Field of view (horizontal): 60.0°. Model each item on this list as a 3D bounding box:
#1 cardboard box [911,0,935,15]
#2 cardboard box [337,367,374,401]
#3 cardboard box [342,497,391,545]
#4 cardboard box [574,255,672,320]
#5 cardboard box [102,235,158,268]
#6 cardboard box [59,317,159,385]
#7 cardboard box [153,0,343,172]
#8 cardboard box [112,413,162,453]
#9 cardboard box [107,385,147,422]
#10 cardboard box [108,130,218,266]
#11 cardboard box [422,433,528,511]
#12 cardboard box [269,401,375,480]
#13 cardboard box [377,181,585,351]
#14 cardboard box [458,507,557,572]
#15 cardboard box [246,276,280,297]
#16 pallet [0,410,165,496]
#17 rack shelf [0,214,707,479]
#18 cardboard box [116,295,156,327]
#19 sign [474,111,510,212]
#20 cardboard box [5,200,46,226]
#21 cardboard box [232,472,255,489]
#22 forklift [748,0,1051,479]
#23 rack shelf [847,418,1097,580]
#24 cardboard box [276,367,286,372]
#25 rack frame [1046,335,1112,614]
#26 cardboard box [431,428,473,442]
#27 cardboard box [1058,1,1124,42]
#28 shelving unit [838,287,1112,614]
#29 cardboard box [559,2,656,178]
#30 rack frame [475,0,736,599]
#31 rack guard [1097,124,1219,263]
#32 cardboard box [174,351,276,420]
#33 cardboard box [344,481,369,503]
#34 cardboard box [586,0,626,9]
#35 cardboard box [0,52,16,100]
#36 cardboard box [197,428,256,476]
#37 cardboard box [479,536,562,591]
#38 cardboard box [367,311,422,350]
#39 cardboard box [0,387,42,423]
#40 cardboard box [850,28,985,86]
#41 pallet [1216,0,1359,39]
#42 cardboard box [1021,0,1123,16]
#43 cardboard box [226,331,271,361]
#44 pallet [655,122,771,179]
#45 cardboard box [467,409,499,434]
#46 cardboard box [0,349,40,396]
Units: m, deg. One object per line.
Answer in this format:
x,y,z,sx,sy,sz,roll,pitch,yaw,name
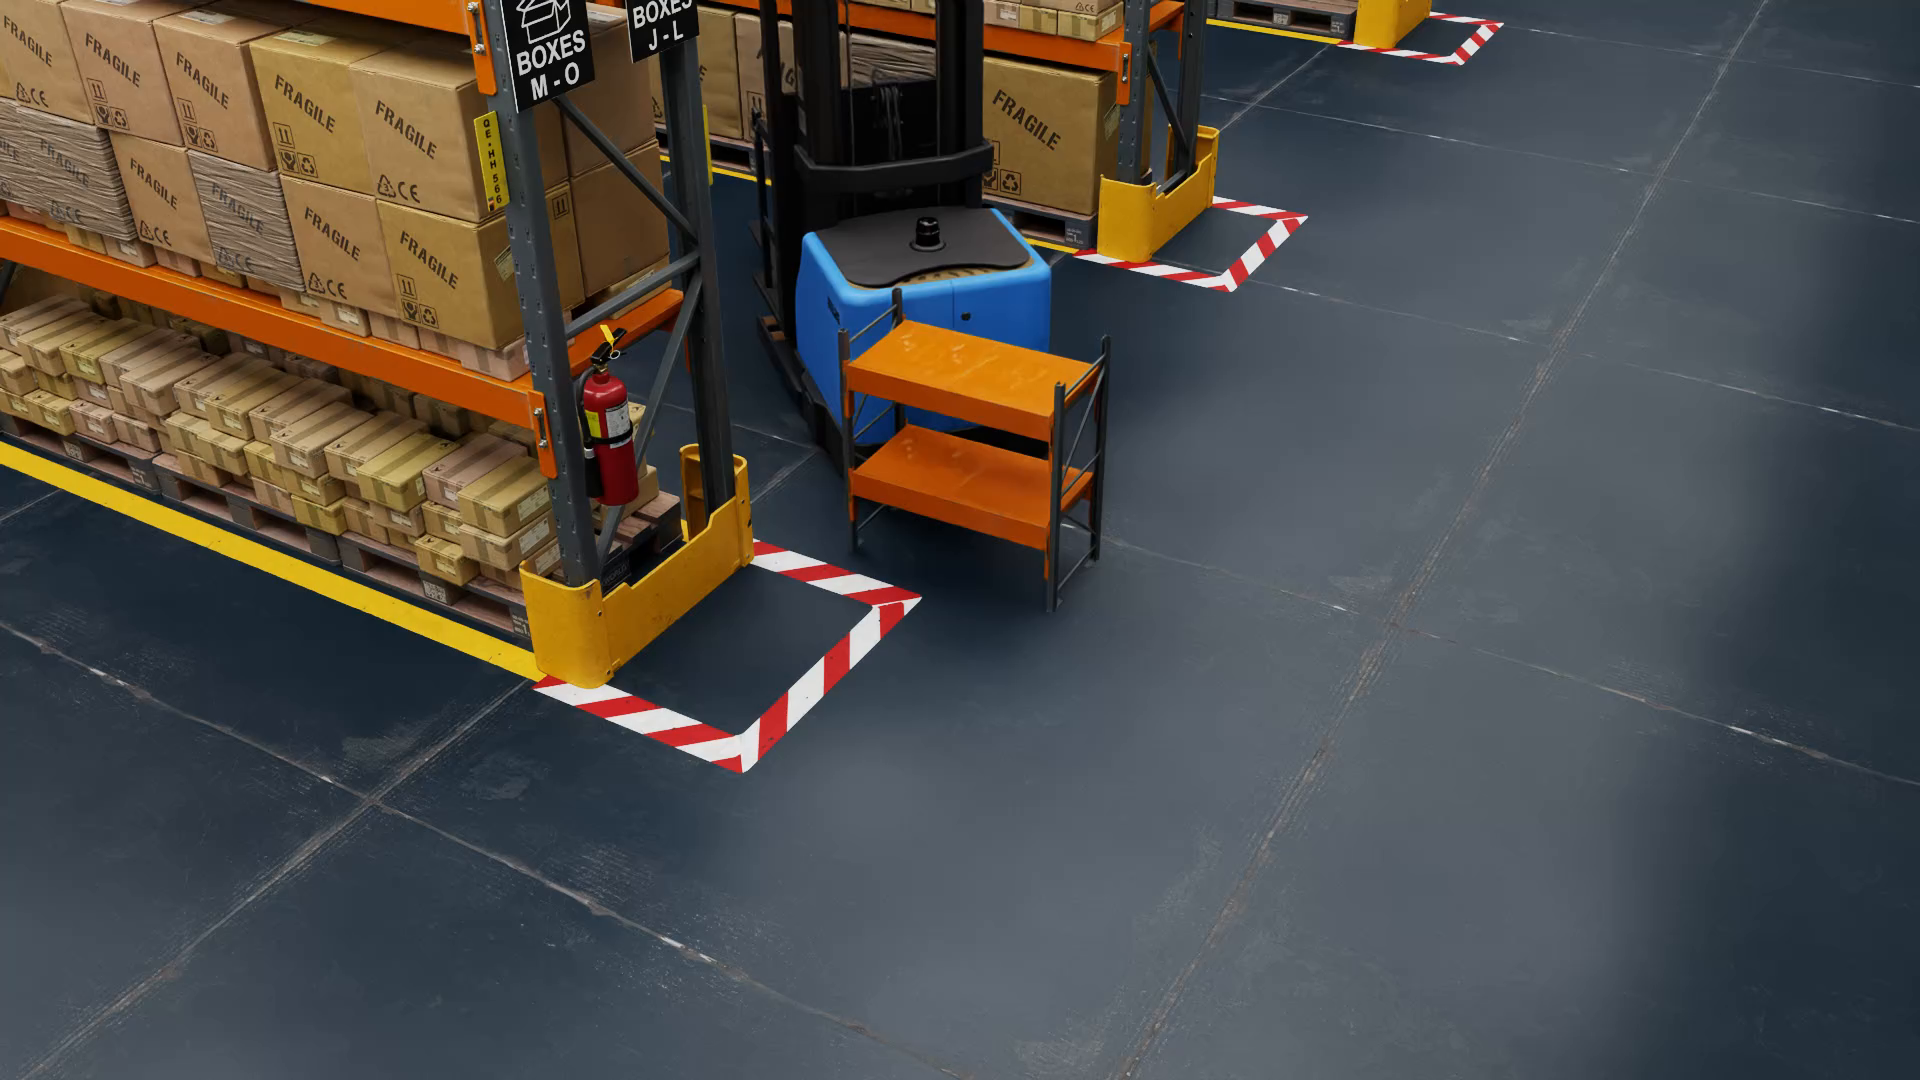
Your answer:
-0.104,-3.404,10.382,0.250,0.149,0.380,17,37,23,cardboard box
-2.732,-0.826,7.940,0.250,0.149,0.380,18,38,25,cardboard box
-2.534,-0.160,7.477,0.250,0.149,0.380,18,38,25,cardboard box
-1.411,-1.072,6.880,0.250,0.149,0.380,17,37,24,cardboard box
-3.515,-1.351,7.299,0.250,0.149,0.380,19,38,26,cardboard box
-4.116,-0.921,8.083,0.250,0.149,0.380,17,37,24,cardboard box
-2.709,-1.796,6.479,0.500,0.500,0.500,20,38,27,cardboard box
-3.891,-0.601,8.139,0.250,0.149,0.380,17,37,23,cardboard box
-3.883,-0.736,8.075,0.250,0.149,0.380,16,37,22,cardboard box
-3.128,-1.516,6.962,0.500,0.500,0.500,20,38,27,cardboard box
-2.068,-0.286,7.130,0.250,0.149,0.380,18,38,25,cardboard box
-2.810,-0.445,7.368,0.250,0.149,0.380,19,38,26,cardboard box
-1.811,-1.095,6.329,0.500,0.500,0.500,18,38,25,cardboard box
-1.893,-0.050,7.043,0.250,0.149,0.380,17,37,23,cardboard box
-2.791,-1.176,7.036,0.250,0.149,0.380,16,37,22,cardboard box
-4.165,-0.702,8.613,1.213,0.211,1.003,18,37,24,pallet
-3.029,-1.180,7.465,4.000,0.370,1.077,18,37,24,rack shelf
-4.086,-1.242,8.565,0.250,0.149,0.380,18,38,25,cardboard box
-1.586,-1.282,5.639,0.005,0.325,0.100,18,37,24,sign
-4.163,-1.607,7.683,0.250,0.149,0.380,16,37,22,cardboard box
-3.196,-0.391,7.824,0.250,0.149,0.380,19,38,26,cardboard box
-0.508,-2.279,8.528,1.130,2.935,3.031,-11,35,-15,forklift
0.060,-0.199,7.475,1.000,0.278,0.538,16,37,23,rack shelf
-3.229,-0.814,8.191,0.250,0.149,0.380,16,37,22,cardboard box
0.509,-0.270,7.141,0.032,1.125,0.500,16,37,23,rack frame
-2.255,-0.559,7.809,0.250,0.149,0.380,19,38,26,cardboard box
0.783,-3.124,9.961,0.250,0.149,0.380,18,38,25,cardboard box
0.060,-0.403,7.340,1.048,1.125,0.538,16,37,23,shelving unit
-1.551,-1.763,6.430,0.500,0.500,0.500,17,37,24,cardboard box
-1.293,-0.930,6.440,0.127,3.000,1.000,18,37,24,rack frame
1.277,-2.242,10.666,0.348,0.500,1.175,18,37,24,rack guard
-3.420,-0.716,7.775,0.250,0.149,0.380,16,37,22,cardboard box
-2.527,-0.315,7.442,0.250,0.149,0.380,17,37,24,cardboard box
-2.782,-3.846,12.357,0.875,0.875,1.225,18,38,25,cardboard box
-4.037,-2.235,7.139,0.500,0.500,0.500,16,37,23,cardboard box
-3.267,-0.470,7.674,0.250,0.149,0.380,18,38,25,cardboard box
-1.853,0.038,7.180,0.250,0.149,0.380,18,38,25,cardboard box
-2.139,-0.927,6.663,0.250,0.149,0.380,17,37,24,cardboard box
-4.609,-0.763,8.383,0.250,0.149,0.380,16,37,22,cardboard box
-0.129,-2.967,11.037,0.875,0.875,0.875,18,37,24,cardboard box
3.017,-4.757,14.703,1.213,0.211,1.003,18,37,24,pallet
0.704,-3.356,9.950,0.500,0.250,0.500,17,37,24,cardboard box
-3.399,-1.038,8.259,0.250,0.149,0.380,16,37,22,cardboard box
-1.595,-2.981,12.037,1.213,0.211,1.003,18,37,24,pallet
-2.033,-0.622,7.634,0.250,0.149,0.380,17,37,24,cardboard box
-4.610,-0.888,8.302,0.250,0.149,0.380,19,38,26,cardboard box
